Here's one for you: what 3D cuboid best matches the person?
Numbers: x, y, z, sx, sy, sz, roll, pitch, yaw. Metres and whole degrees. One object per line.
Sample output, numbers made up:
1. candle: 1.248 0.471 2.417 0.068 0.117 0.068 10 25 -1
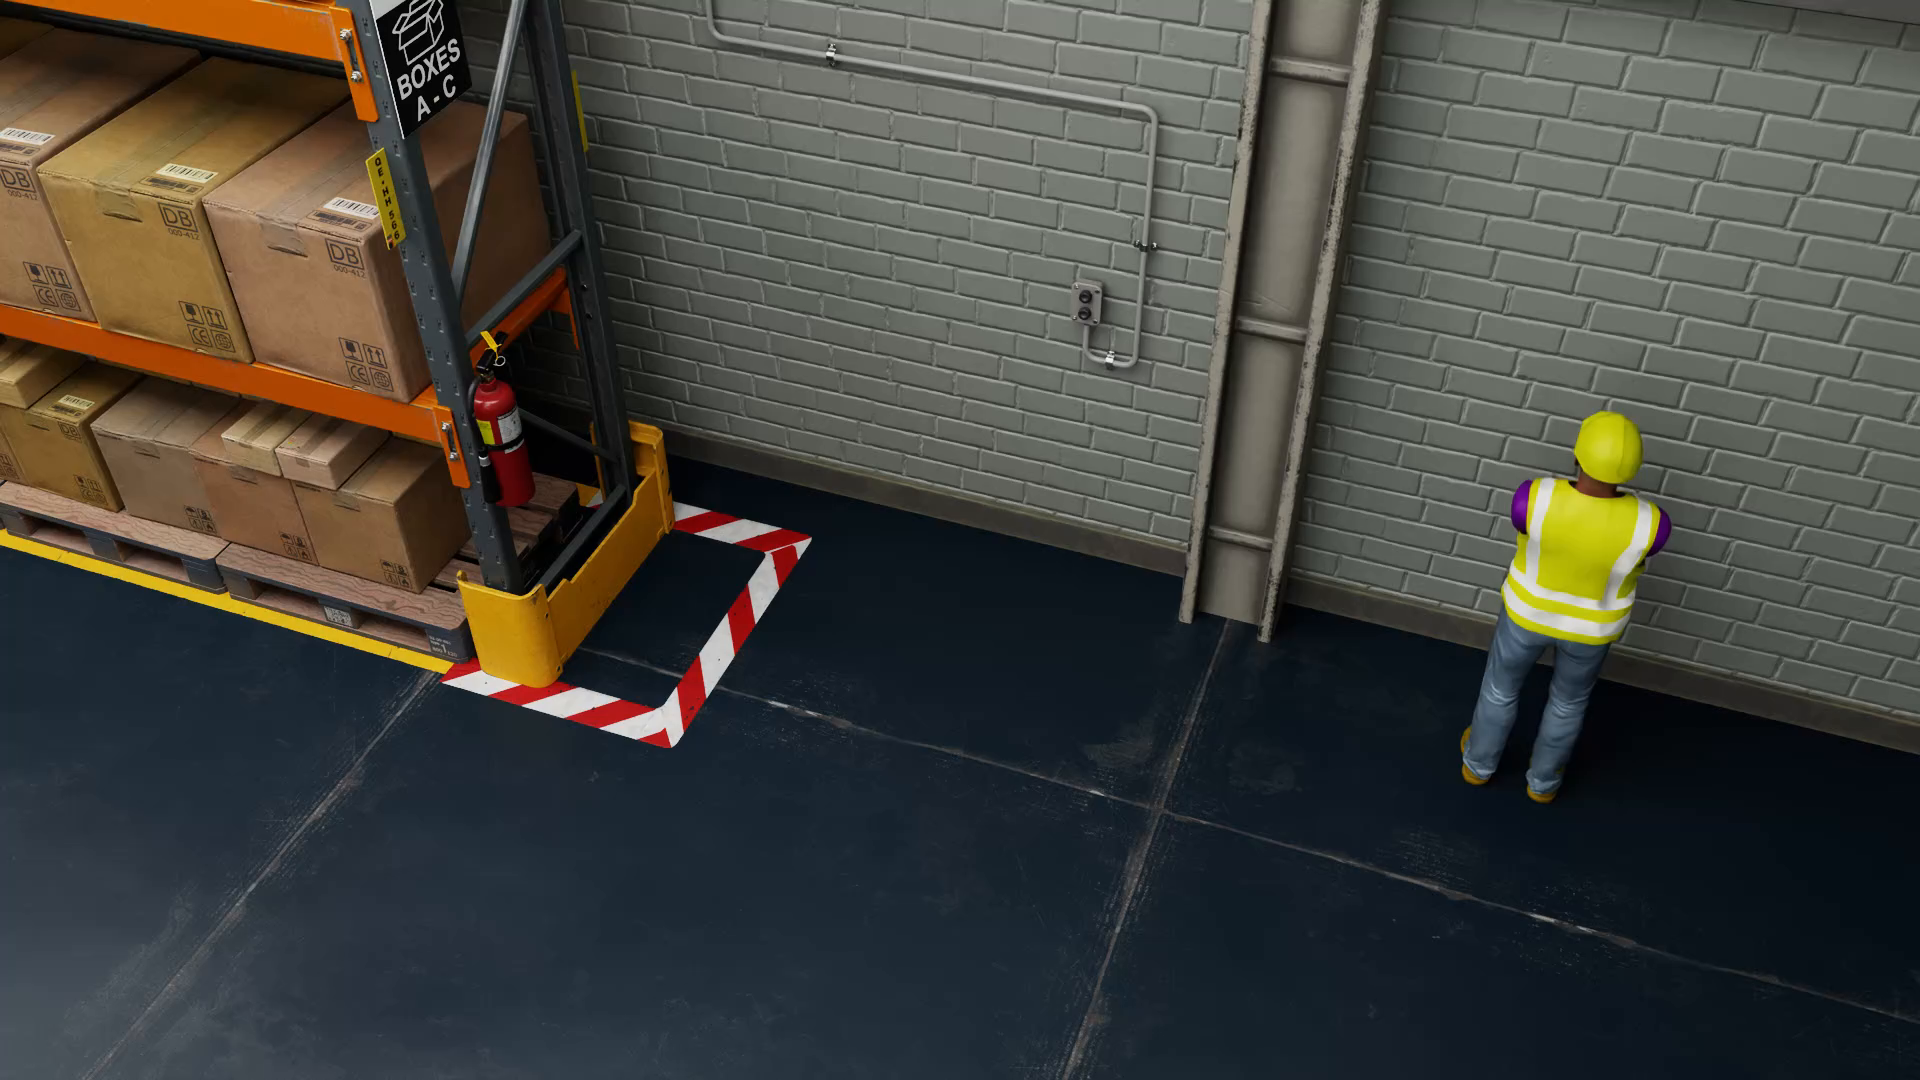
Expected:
1. person: 2.143 0.188 5.931 0.503 1.761 0.587 14 43 15
